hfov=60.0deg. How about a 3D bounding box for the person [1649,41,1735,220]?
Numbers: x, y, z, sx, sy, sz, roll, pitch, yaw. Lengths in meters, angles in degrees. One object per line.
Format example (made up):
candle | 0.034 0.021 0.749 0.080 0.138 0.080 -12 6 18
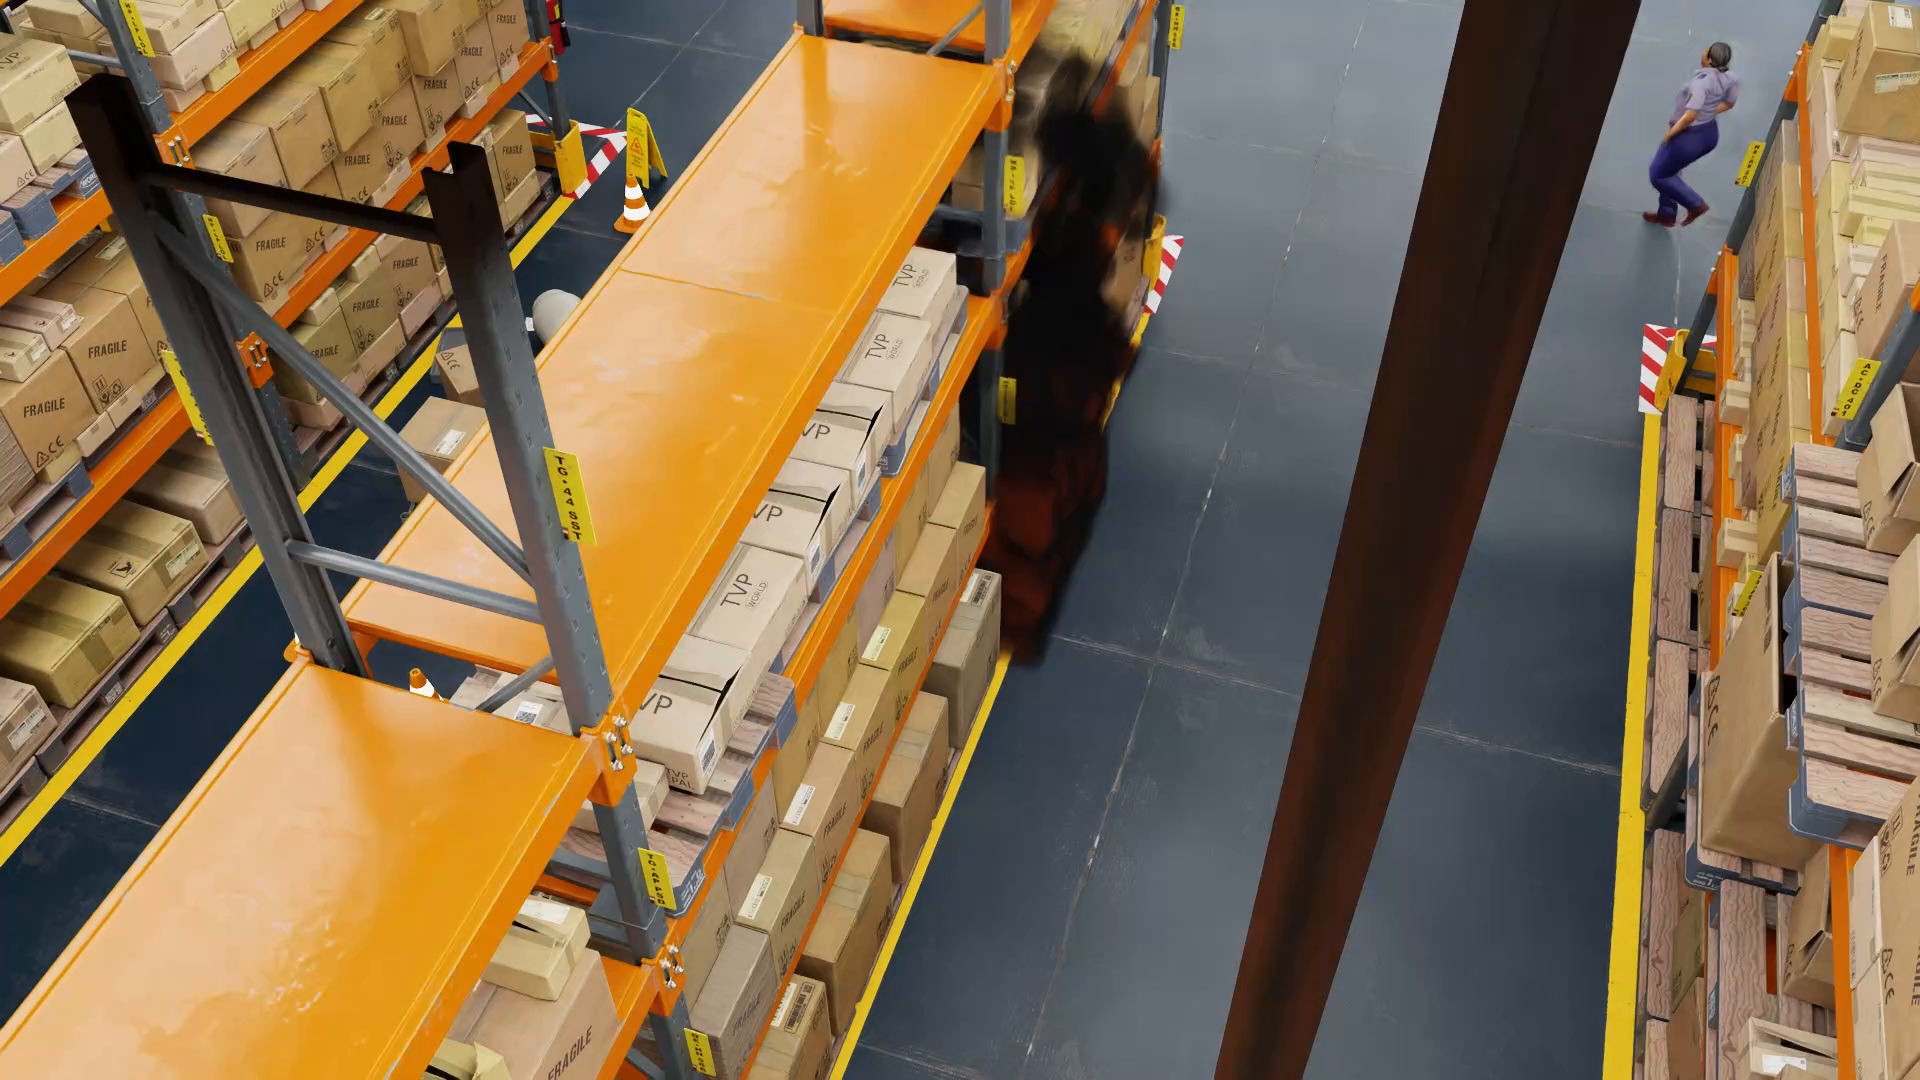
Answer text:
person | 5.735 -3.140 12.979 0.618 1.541 0.574 -24 50 -22
